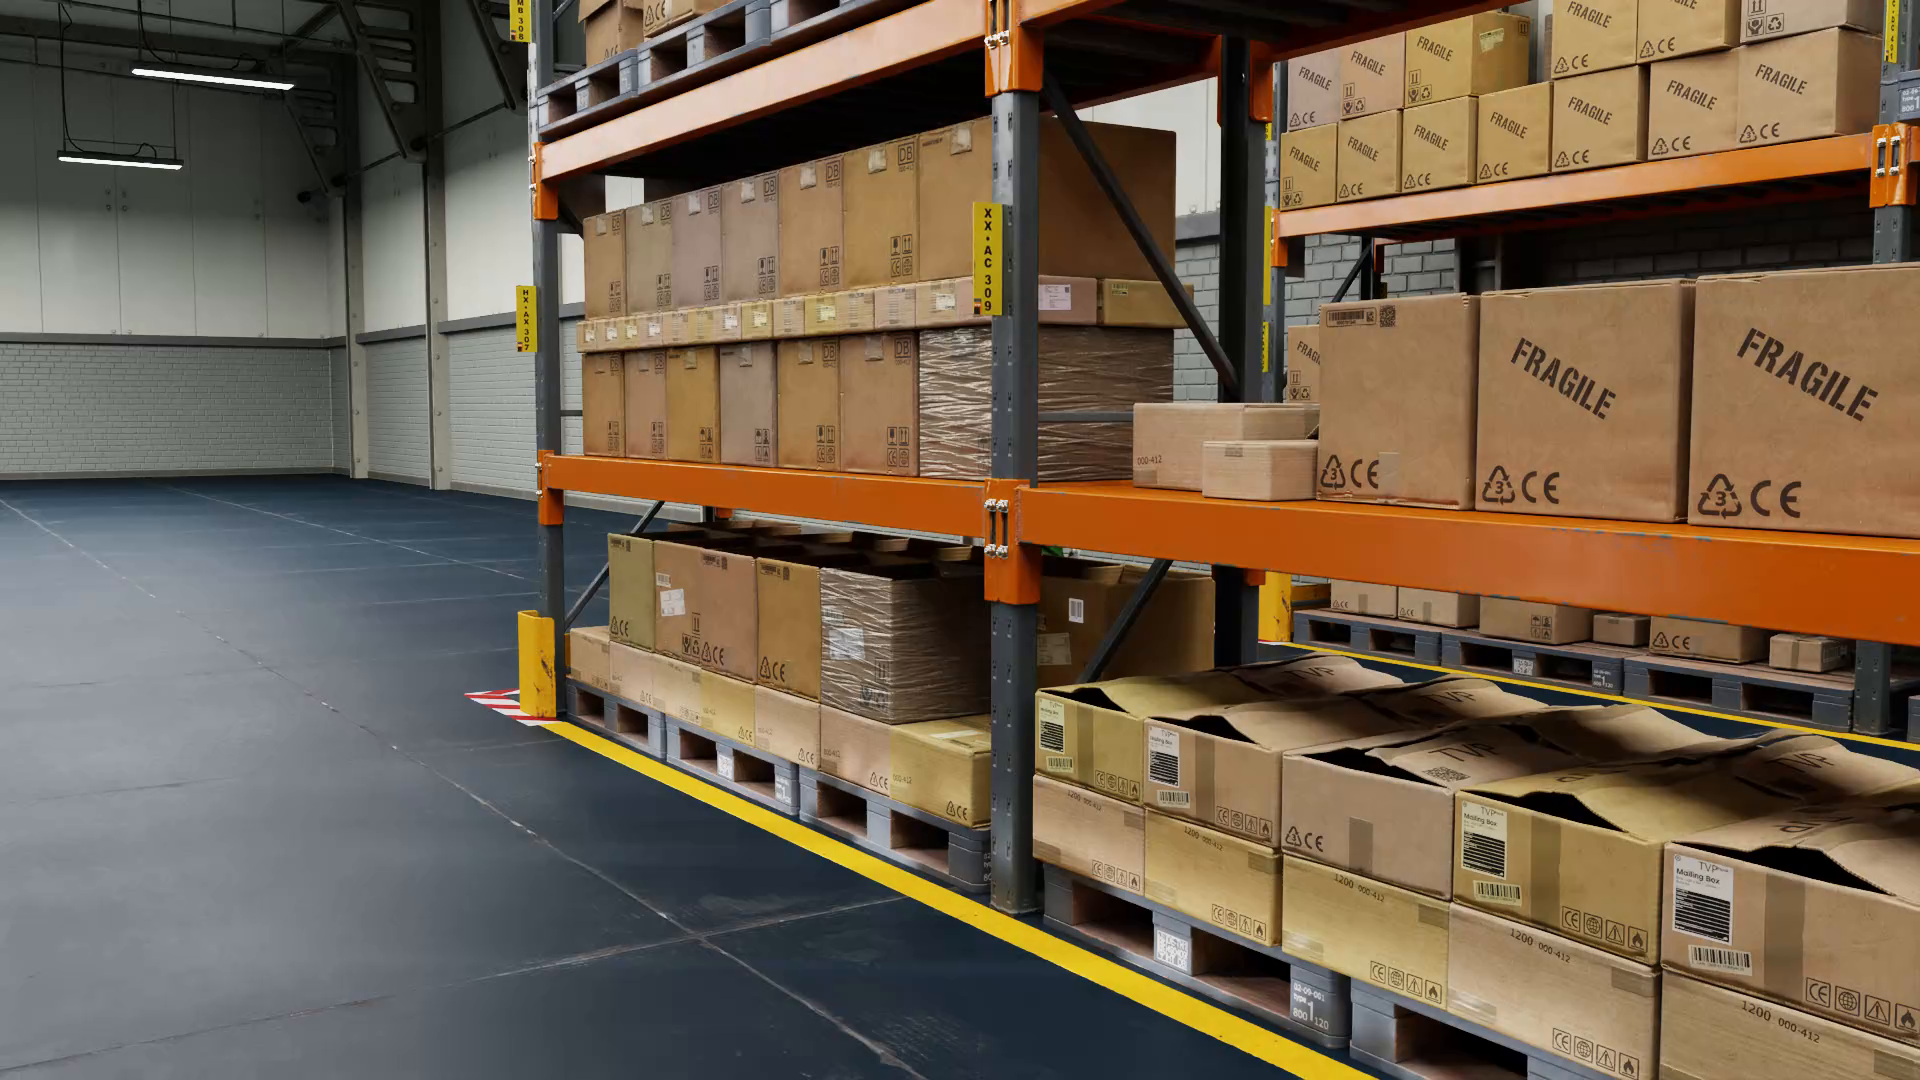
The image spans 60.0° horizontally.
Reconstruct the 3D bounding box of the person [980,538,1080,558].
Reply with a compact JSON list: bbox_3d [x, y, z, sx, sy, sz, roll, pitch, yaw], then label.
[{"bbox_3d":[0.346,-0.018,8.390,0.610,1.780,0.448,-3,5,-33],"label":"person"}]
